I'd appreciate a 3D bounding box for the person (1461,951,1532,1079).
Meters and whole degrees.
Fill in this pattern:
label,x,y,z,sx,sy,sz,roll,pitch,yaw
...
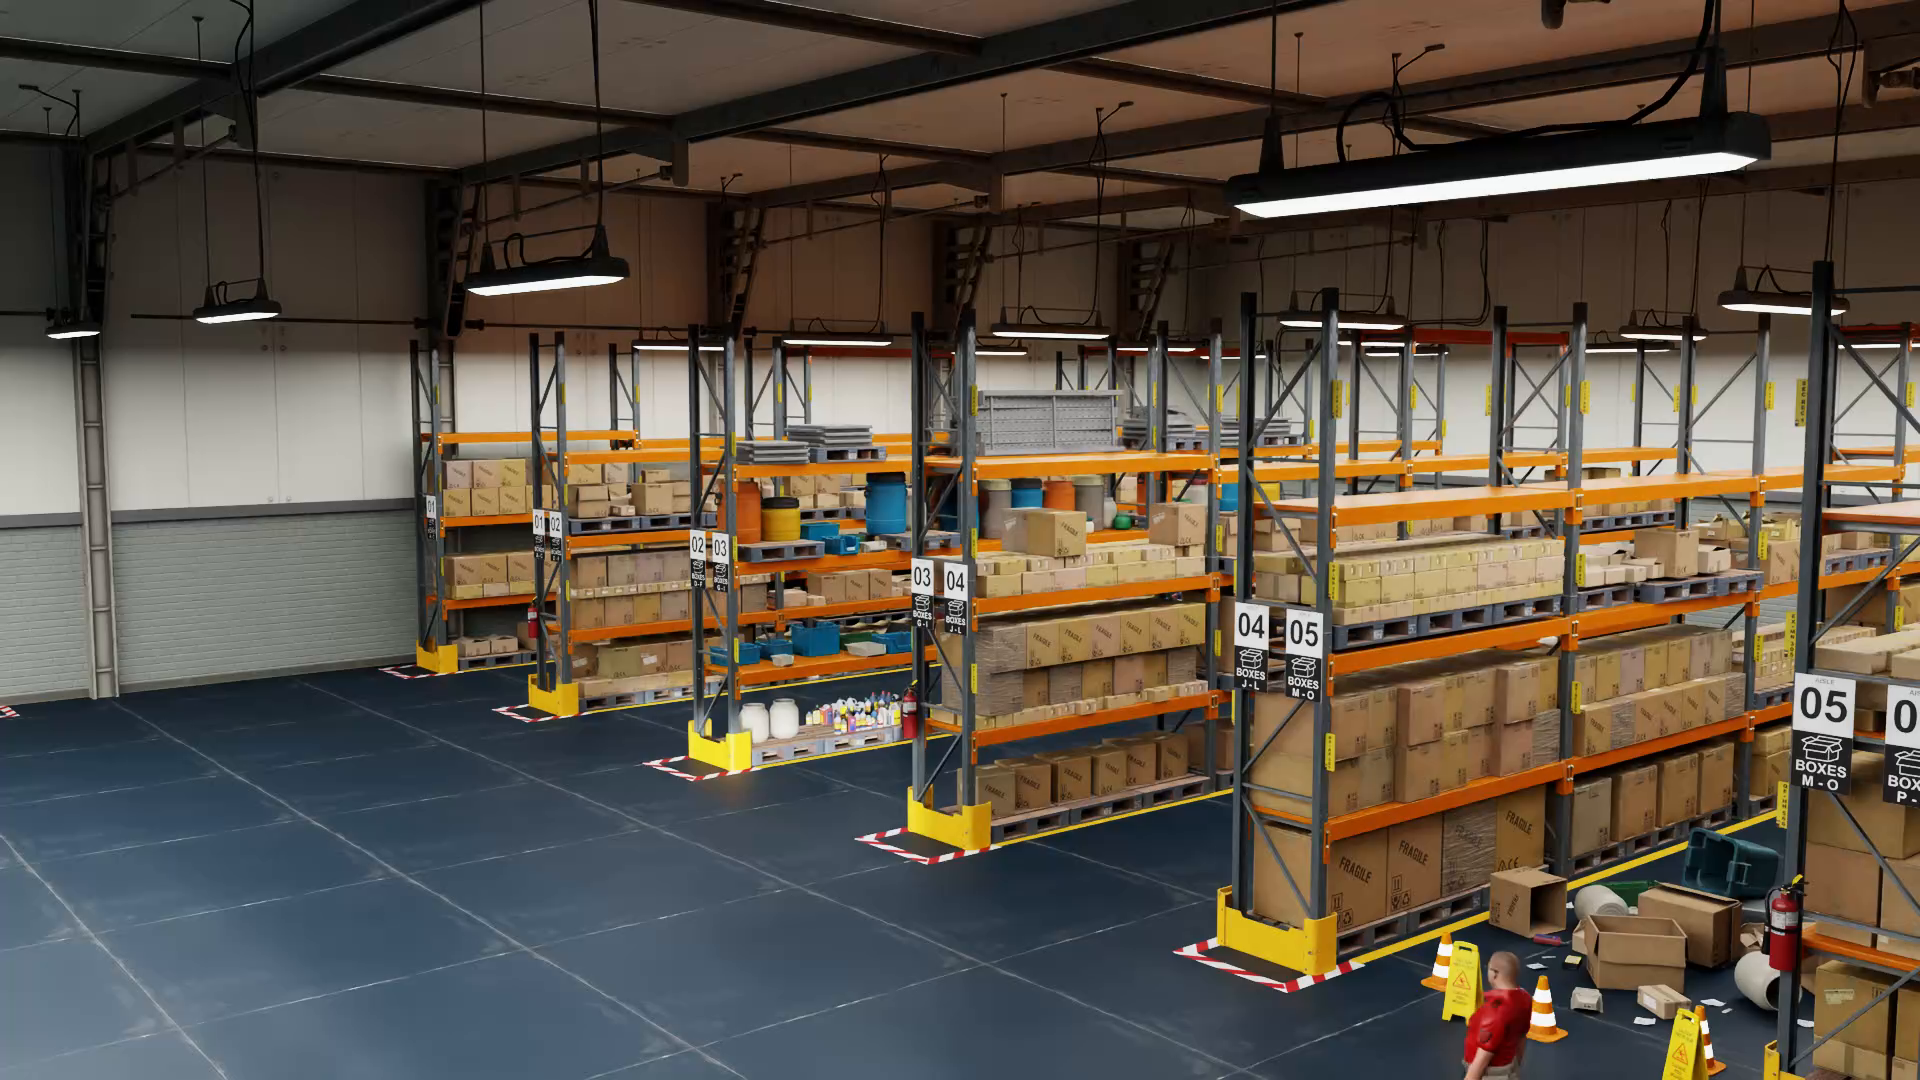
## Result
label,x,y,z,sx,sy,sz,roll,pitch,yaw
person,3.241,3.390,10.264,0.501,1.778,0.571,2,6,23

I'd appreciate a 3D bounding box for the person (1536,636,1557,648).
label,x,y,z,sx,sy,sz,roll,pitch,yaw
person,8.017,2.162,22.753,0.568,1.793,0.413,-3,6,-31
